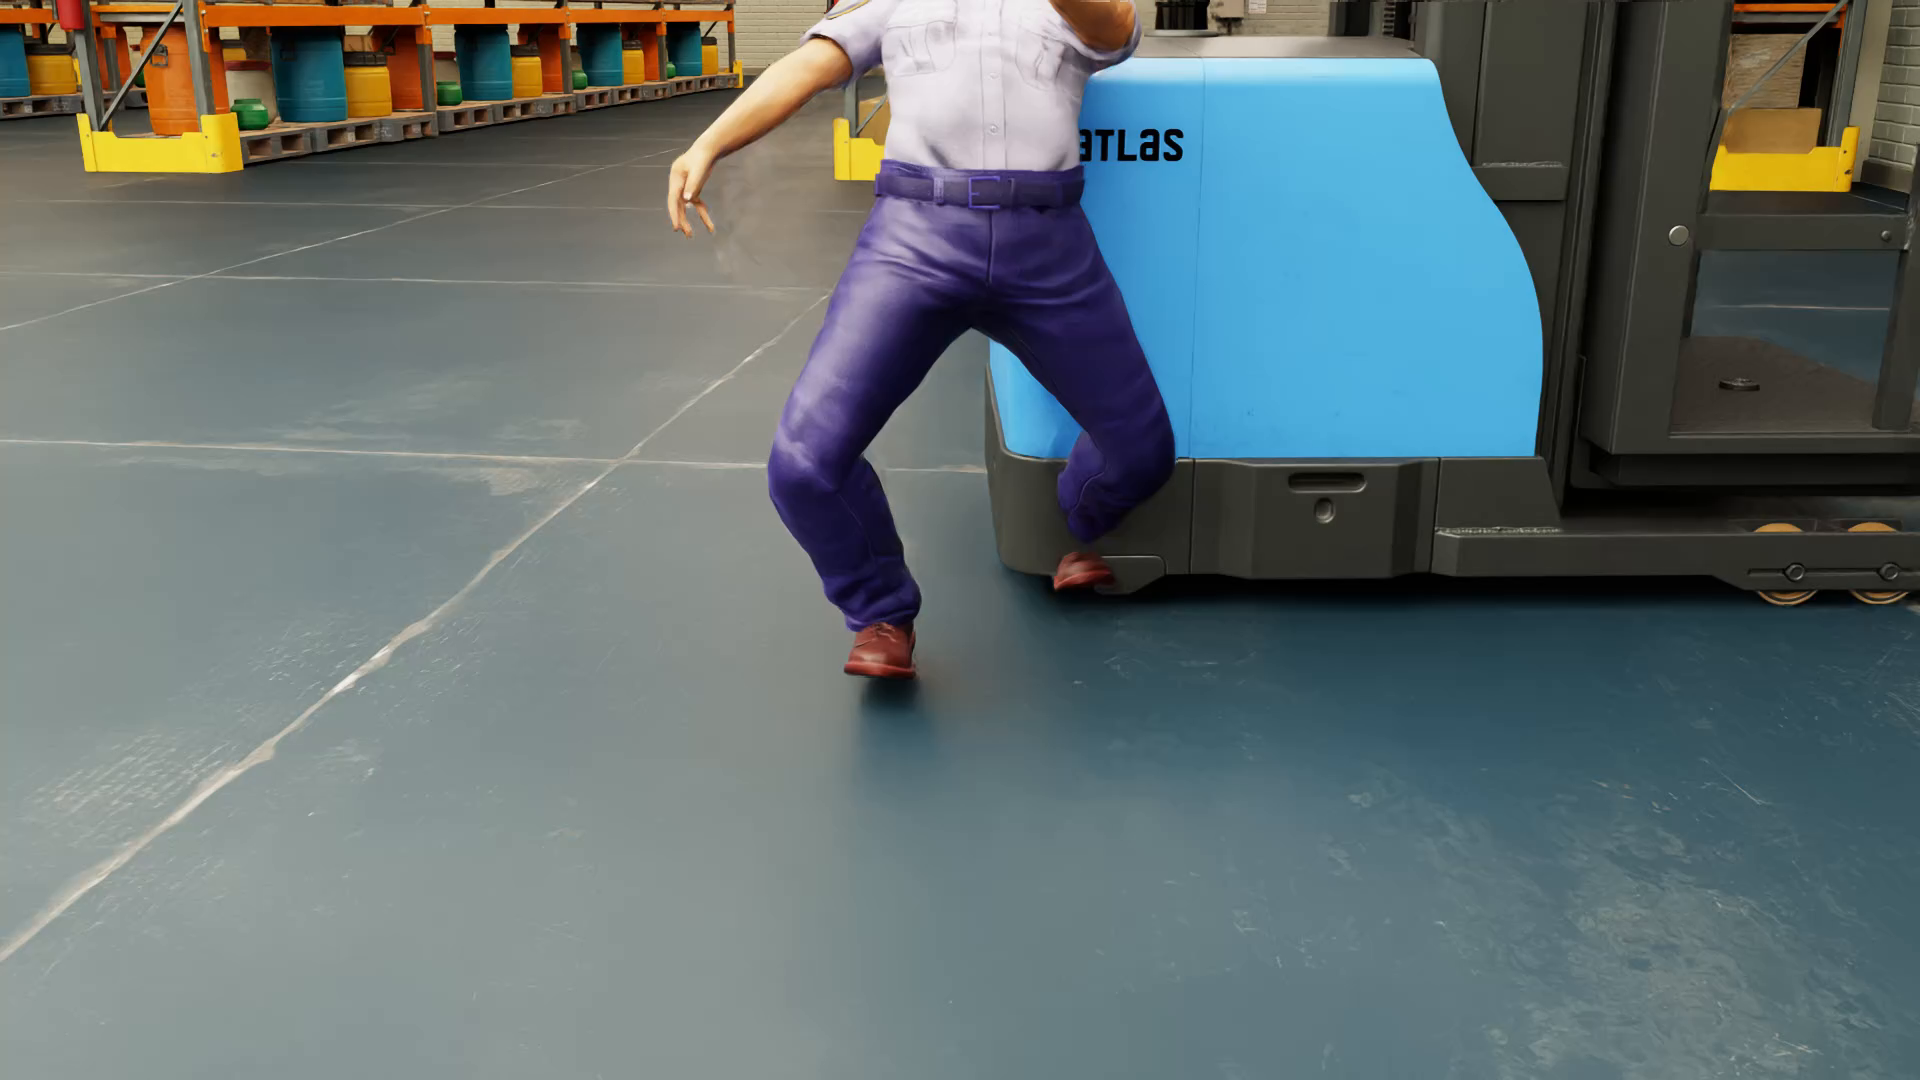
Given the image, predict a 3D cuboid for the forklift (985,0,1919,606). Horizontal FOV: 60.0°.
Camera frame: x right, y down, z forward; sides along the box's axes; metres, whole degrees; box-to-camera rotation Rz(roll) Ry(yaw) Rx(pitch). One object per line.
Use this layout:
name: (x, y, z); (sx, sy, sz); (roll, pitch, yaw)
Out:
forklift: (1.588, -1.424, 3.467); (3.031, 2.935, 1.130); (0, 18, -1)

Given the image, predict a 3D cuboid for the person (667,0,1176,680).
person: (-0.052, -0.487, 2.891); (0.900, 1.424, 0.773); (-4, 18, -12)
